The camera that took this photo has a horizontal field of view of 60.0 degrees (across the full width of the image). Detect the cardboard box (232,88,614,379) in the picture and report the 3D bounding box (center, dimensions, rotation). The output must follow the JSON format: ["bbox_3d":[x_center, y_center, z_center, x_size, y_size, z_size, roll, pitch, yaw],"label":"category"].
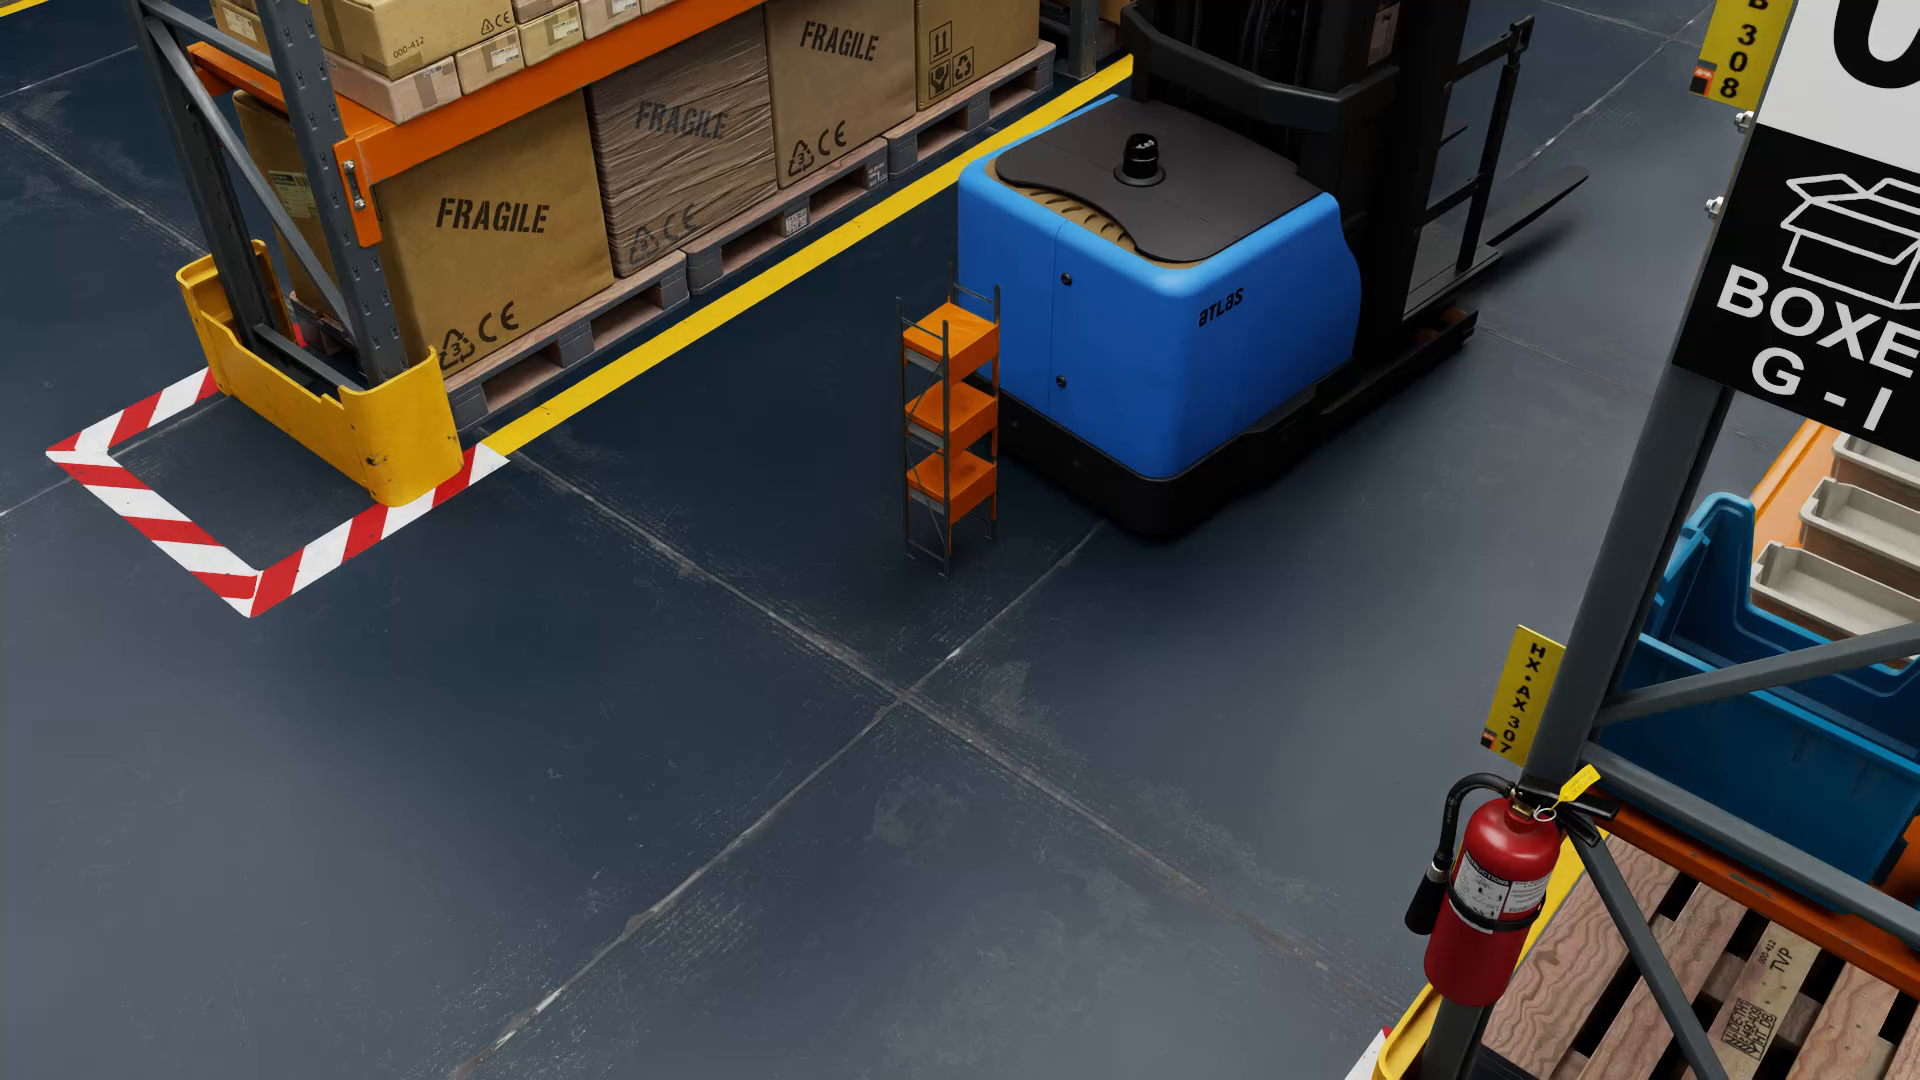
[{"bbox_3d":[-1.967,-1.294,6.210,0.875,0.875,0.875,29,50,28],"label":"cardboard box"}]

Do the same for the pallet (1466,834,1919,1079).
[{"bbox_3d":[2.034,1.208,4.265,1.003,0.211,1.213,29,50,28],"label":"pallet"}]

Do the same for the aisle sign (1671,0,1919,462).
[{"bbox_3d":[1.203,-0.467,2.102,0.394,0.787,0.004,29,50,28],"label":"aisle sign"}]

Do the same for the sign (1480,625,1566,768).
[{"bbox_3d":[1.042,0.294,3.076,0.100,0.325,0.005,29,50,28],"label":"sign"}]

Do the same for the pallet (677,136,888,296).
[{"bbox_3d":[-1.078,-1.599,7.352,1.003,0.211,1.213,29,50,28],"label":"pallet"}]

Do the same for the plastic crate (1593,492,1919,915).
[{"bbox_3d":[1.546,0.296,3.124,0.616,0.435,0.499,29,50,28],"label":"plastic crate"}]

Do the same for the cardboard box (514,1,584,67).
[{"bbox_3d":[-1.508,-1.772,5.656,0.380,0.149,0.250,28,49,28],"label":"cardboard box"}]

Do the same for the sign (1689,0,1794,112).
[{"bbox_3d":[1.042,-0.717,2.157,0.100,0.325,0.005,29,50,28],"label":"sign"}]

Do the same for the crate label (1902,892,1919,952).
[{"bbox_3d":[1.884,0.639,2.897,0.416,0.233,0.303,29,50,28],"label":"crate label"}]

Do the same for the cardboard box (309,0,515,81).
[{"bbox_3d":[-1.802,-1.745,5.330,0.500,0.250,0.500,28,49,27],"label":"cardboard box"}]

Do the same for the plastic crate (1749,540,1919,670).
[{"bbox_3d":[1.860,0.161,3.494,0.396,0.136,0.243,29,50,28],"label":"plastic crate"}]

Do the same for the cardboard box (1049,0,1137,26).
[{"bbox_3d":[0.653,-3.327,8.447,1.225,0.875,0.875,30,50,29],"label":"cardboard box"}]

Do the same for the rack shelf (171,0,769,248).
[{"bbox_3d":[-1.030,-2.324,6.611,1.077,0.370,4.000,29,50,28],"label":"rack shelf"}]

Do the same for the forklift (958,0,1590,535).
[{"bbox_3d":[1.393,-1.975,5.744,3.031,2.935,1.130,-33,51,-31],"label":"forklift"}]

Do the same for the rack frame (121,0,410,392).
[{"bbox_3d":[-2.318,-1.560,5.236,1.000,3.000,0.127,29,50,28],"label":"rack frame"}]

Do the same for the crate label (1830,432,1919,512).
[{"bbox_3d":[2.218,-0.136,3.821,0.396,0.136,0.243,29,50,28],"label":"crate label"}]

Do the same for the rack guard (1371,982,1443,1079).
[{"bbox_3d":[1.468,1.527,3.699,1.175,0.500,0.348,29,50,28],"label":"rack guard"}]

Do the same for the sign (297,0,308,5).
[{"bbox_3d":[-1.897,-1.667,4.651,0.100,0.325,0.005,29,50,28],"label":"sign"}]

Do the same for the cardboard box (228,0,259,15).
[{"bbox_3d":[-2.209,-1.979,5.587,0.500,0.250,0.500,29,50,28],"label":"cardboard box"}]

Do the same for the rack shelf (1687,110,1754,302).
[{"bbox_3d":[2.760,-1.289,3.243,1.077,0.370,4.000,29,50,28],"label":"rack shelf"}]

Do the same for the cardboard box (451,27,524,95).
[{"bbox_3d":[-1.673,-1.640,5.511,0.380,0.149,0.250,29,50,28],"label":"cardboard box"}]

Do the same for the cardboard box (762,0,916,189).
[{"bbox_3d":[-0.809,-2.221,7.230,0.875,0.875,0.875,29,50,28],"label":"cardboard box"}]

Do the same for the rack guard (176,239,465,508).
[{"bbox_3d":[-2.333,-0.623,6.064,1.175,0.500,0.348,29,50,28],"label":"rack guard"}]

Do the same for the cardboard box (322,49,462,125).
[{"bbox_3d":[-1.837,-1.507,5.365,0.380,0.149,0.250,30,50,29],"label":"cardboard box"}]

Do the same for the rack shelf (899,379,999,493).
[{"bbox_3d":[-0.034,-0.353,5.374,0.215,0.259,0.240,29,50,28],"label":"rack shelf"}]

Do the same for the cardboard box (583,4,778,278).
[{"bbox_3d":[-1.381,-1.762,6.726,0.875,0.875,0.875,29,50,28],"label":"cardboard box"}]

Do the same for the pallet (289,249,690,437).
[{"bbox_3d":[-1.863,-0.974,6.664,1.003,0.211,1.213,29,50,28],"label":"pallet"}]

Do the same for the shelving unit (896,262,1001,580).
[{"bbox_3d":[-0.034,-0.361,5.367,0.215,1.050,0.252,29,50,28],"label":"shelving unit"}]

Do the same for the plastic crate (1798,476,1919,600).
[{"bbox_3d":[2.057,0.018,3.652,0.396,0.136,0.243,29,50,28],"label":"plastic crate"}]

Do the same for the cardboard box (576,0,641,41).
[{"bbox_3d":[-1.341,-1.907,5.804,0.380,0.149,0.250,29,50,28],"label":"cardboard box"}]

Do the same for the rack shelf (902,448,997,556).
[{"bbox_3d":[-0.034,-0.147,5.561,0.215,0.259,0.240,29,50,28],"label":"rack shelf"}]

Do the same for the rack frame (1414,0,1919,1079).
[{"bbox_3d":[1.471,0.583,2.879,0.949,2.616,0.053,29,50,28],"label":"rack frame"}]

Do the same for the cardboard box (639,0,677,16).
[{"bbox_3d":[-1.177,-2.037,5.948,0.380,0.149,0.250,29,49,28],"label":"cardboard box"}]

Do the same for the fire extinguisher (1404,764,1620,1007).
[{"bbox_3d":[1.028,0.632,3.160,0.296,0.674,0.183,29,50,28],"label":"fire extinguisher"}]

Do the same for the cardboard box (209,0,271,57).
[{"bbox_3d":[-2.340,-1.793,5.679,0.380,0.149,0.250,30,50,29],"label":"cardboard box"}]

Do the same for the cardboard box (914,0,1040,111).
[{"bbox_3d":[-0.229,-2.684,7.739,0.875,0.875,0.875,29,50,28],"label":"cardboard box"}]

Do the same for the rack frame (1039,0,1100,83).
[{"bbox_3d":[0.257,-3.620,7.501,1.000,3.000,0.127,29,50,28],"label":"rack frame"}]

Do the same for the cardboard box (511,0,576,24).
[{"bbox_3d":[-1.473,-2.016,5.627,0.500,0.250,0.500,29,50,28],"label":"cardboard box"}]

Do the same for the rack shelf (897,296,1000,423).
[{"bbox_3d":[-0.034,-0.563,5.183,0.215,0.259,0.240,29,50,28],"label":"rack shelf"}]

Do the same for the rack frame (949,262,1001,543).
[{"bbox_3d":[0.044,-0.424,5.436,0.200,1.050,0.008,29,50,28],"label":"rack frame"}]

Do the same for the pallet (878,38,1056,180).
[{"bbox_3d":[-0.293,-2.231,8.046,1.003,0.211,1.213,29,50,28],"label":"pallet"}]

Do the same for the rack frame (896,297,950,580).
[{"bbox_3d":[-0.113,-0.298,5.297,0.200,1.050,0.008,29,50,28],"label":"rack frame"}]

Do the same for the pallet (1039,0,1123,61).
[{"bbox_3d":[0.696,-3.018,8.912,1.003,0.211,1.213,29,50,28],"label":"pallet"}]

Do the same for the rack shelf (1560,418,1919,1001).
[{"bbox_3d":[2.760,-0.180,4.252,1.077,0.370,4.000,29,50,28],"label":"rack shelf"}]
